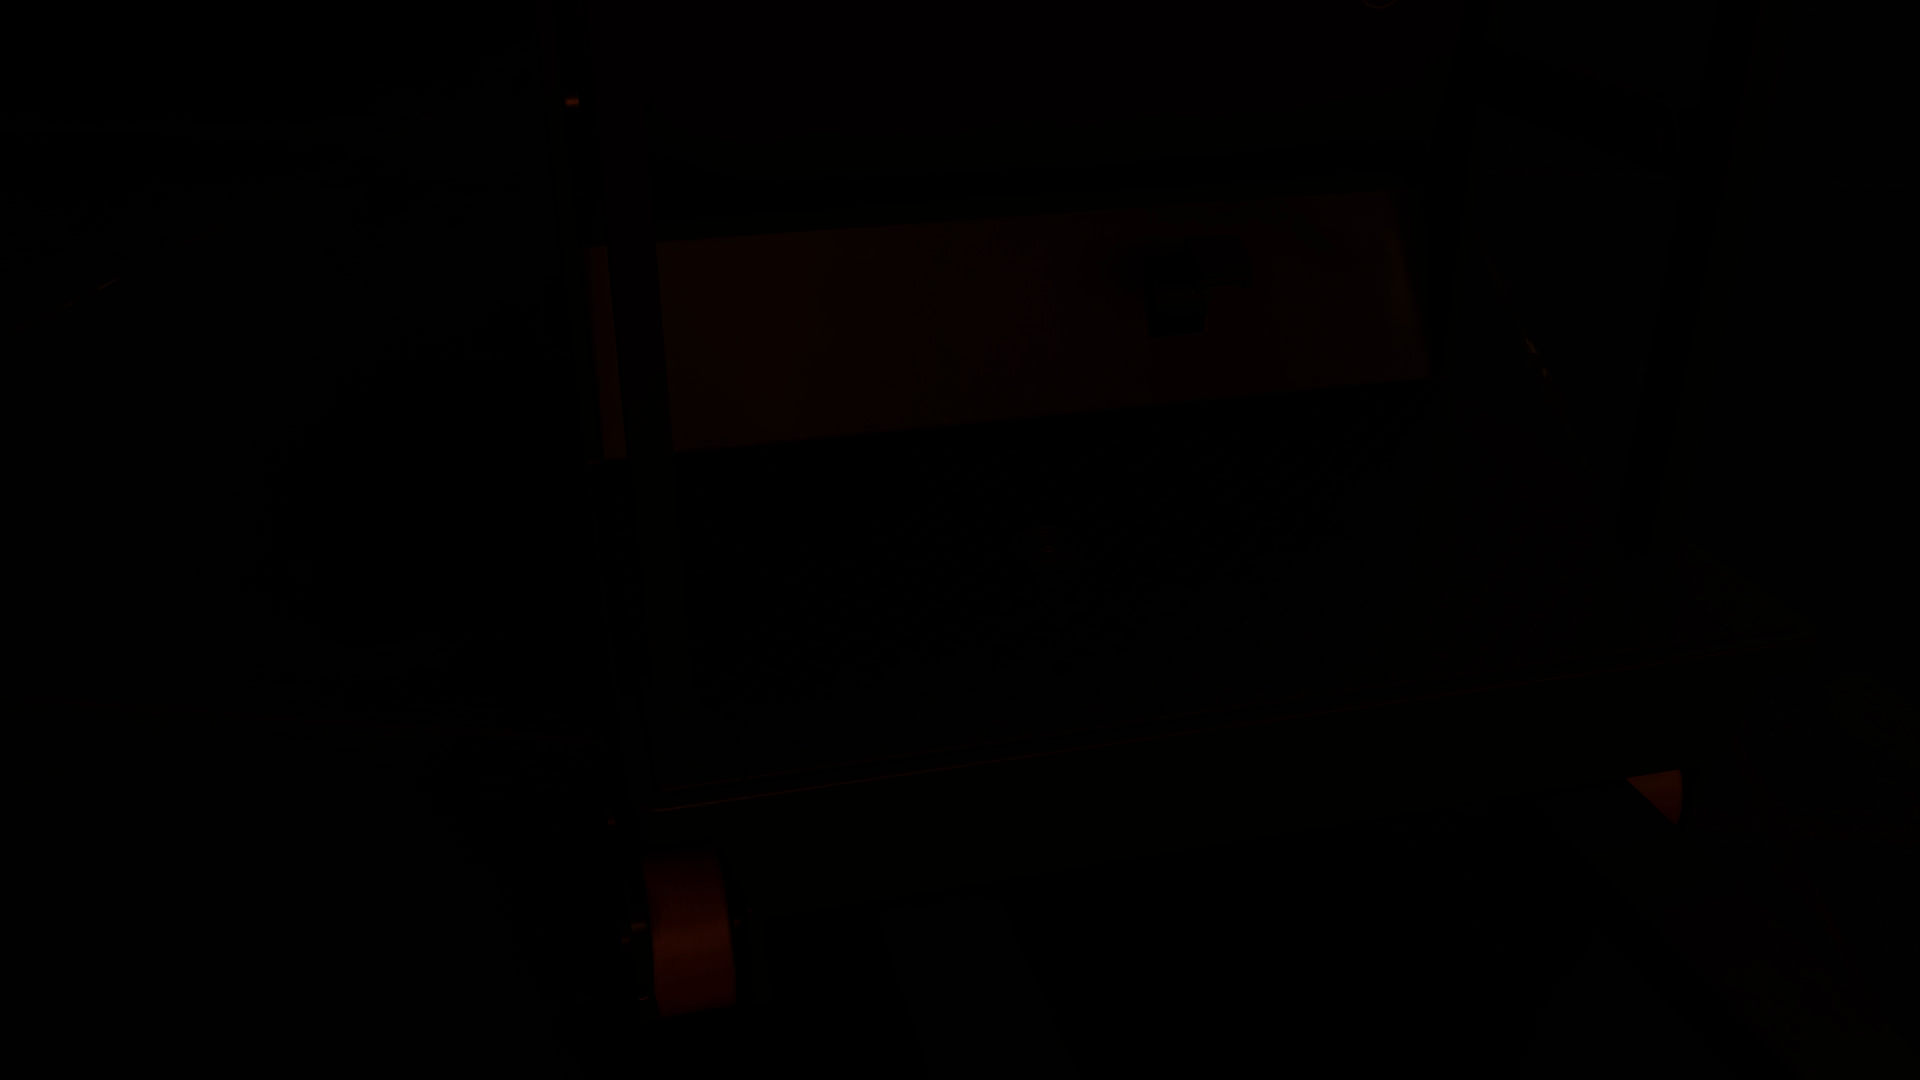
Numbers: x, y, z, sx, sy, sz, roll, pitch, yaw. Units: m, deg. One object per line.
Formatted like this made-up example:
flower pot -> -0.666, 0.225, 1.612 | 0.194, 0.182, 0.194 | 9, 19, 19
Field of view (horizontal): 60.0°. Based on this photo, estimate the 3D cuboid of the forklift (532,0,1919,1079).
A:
forklift -> 0.153, -1.049, 1.319 | 1.130, 2.935, 3.031 | -7, 27, -13
